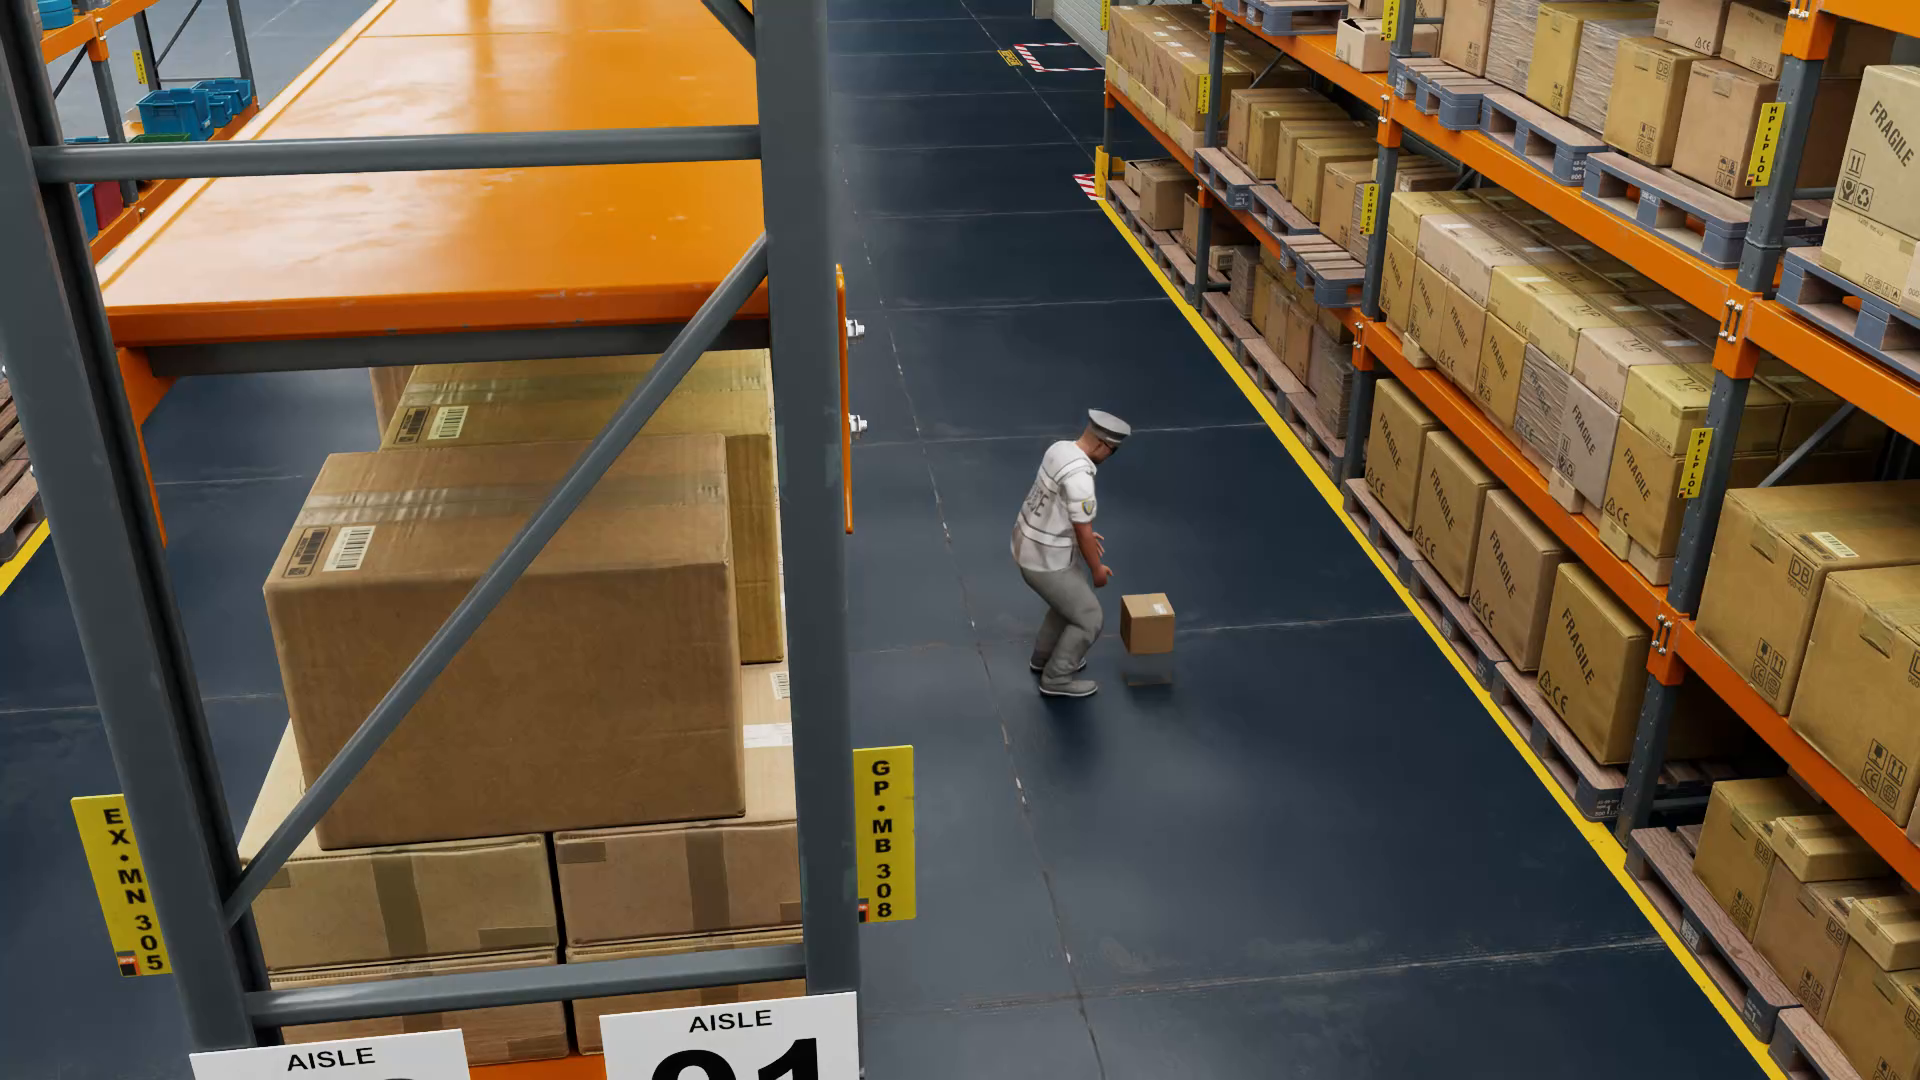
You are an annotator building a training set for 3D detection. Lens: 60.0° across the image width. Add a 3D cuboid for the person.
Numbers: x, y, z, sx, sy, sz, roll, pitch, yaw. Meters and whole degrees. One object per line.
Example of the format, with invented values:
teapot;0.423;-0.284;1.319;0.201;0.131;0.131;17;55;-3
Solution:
person;0.608;0.063;9.138;0.605;1.614;0.578;-3;27;-6
